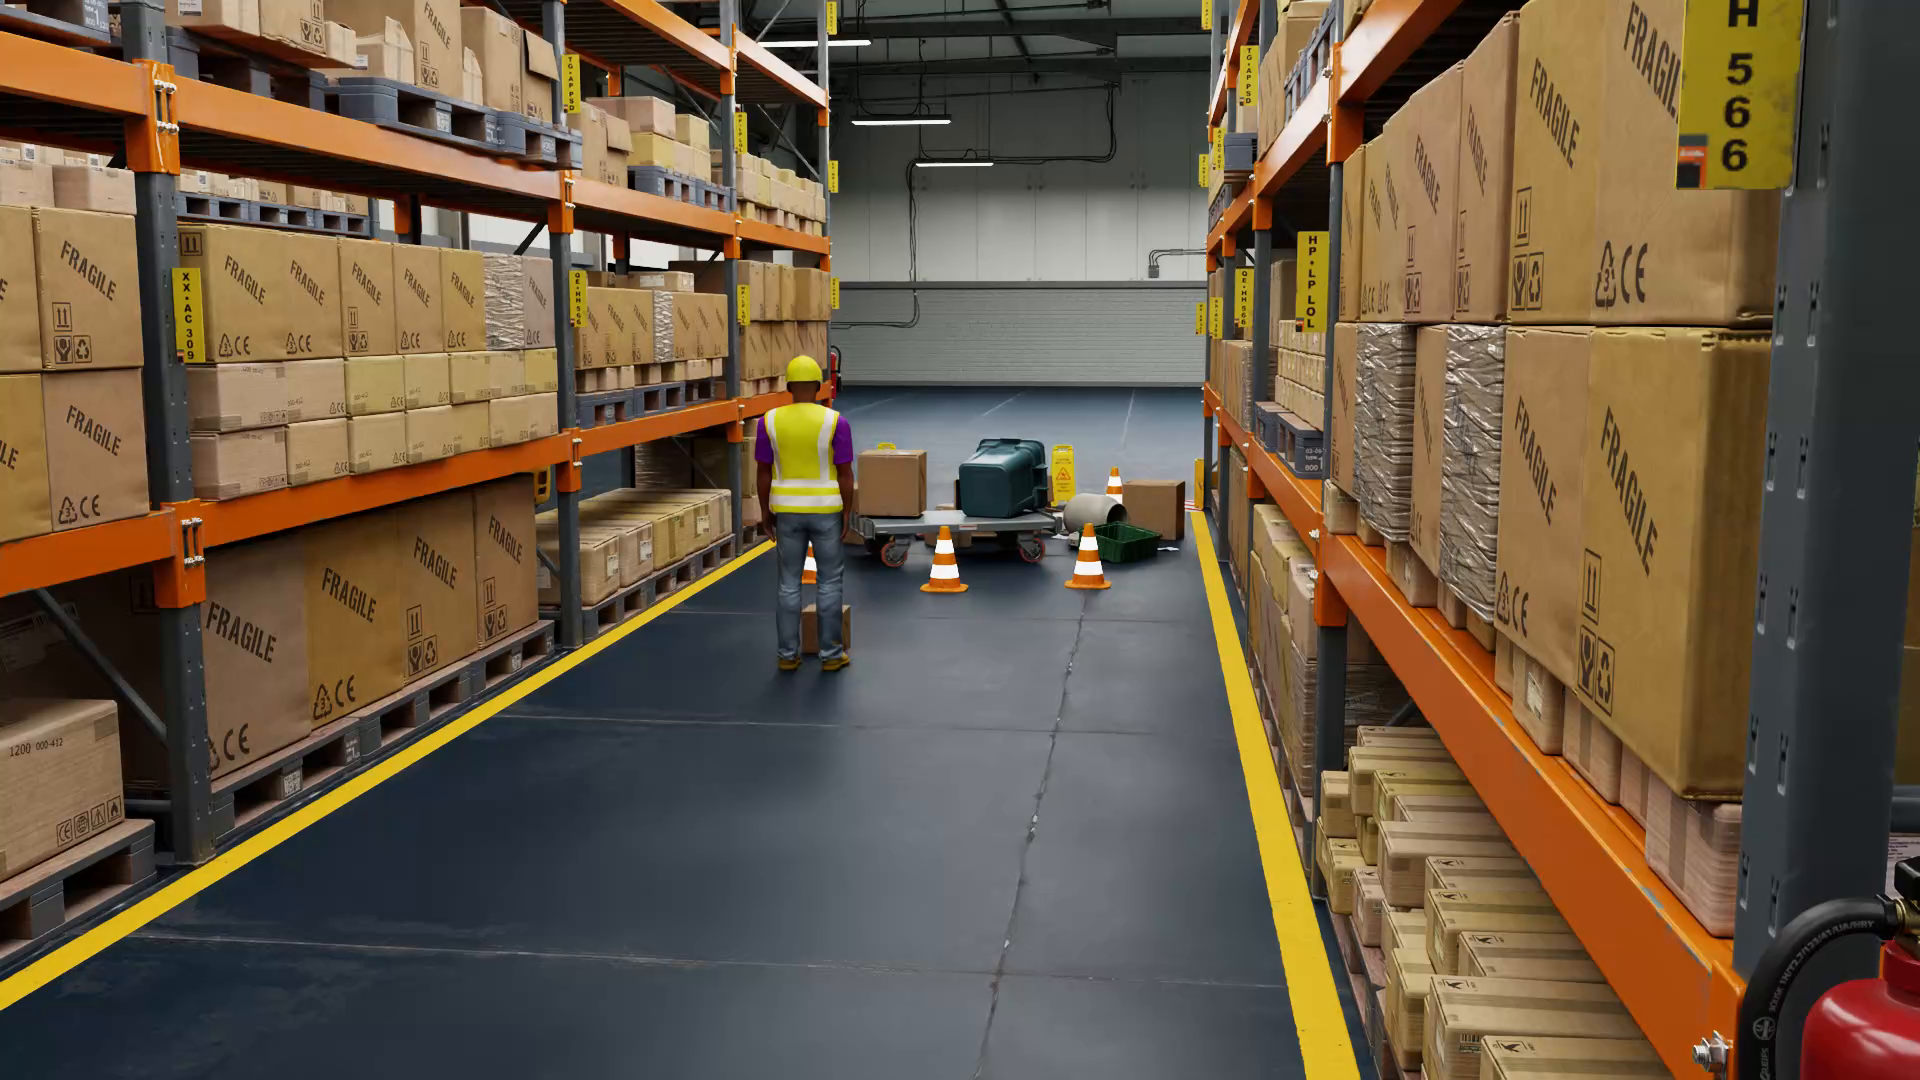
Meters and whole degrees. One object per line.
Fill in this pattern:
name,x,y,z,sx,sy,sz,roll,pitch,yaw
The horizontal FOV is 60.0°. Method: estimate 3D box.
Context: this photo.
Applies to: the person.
person,-0.865,-0.152,9.360,0.561,1.762,0.354,1,8,8
